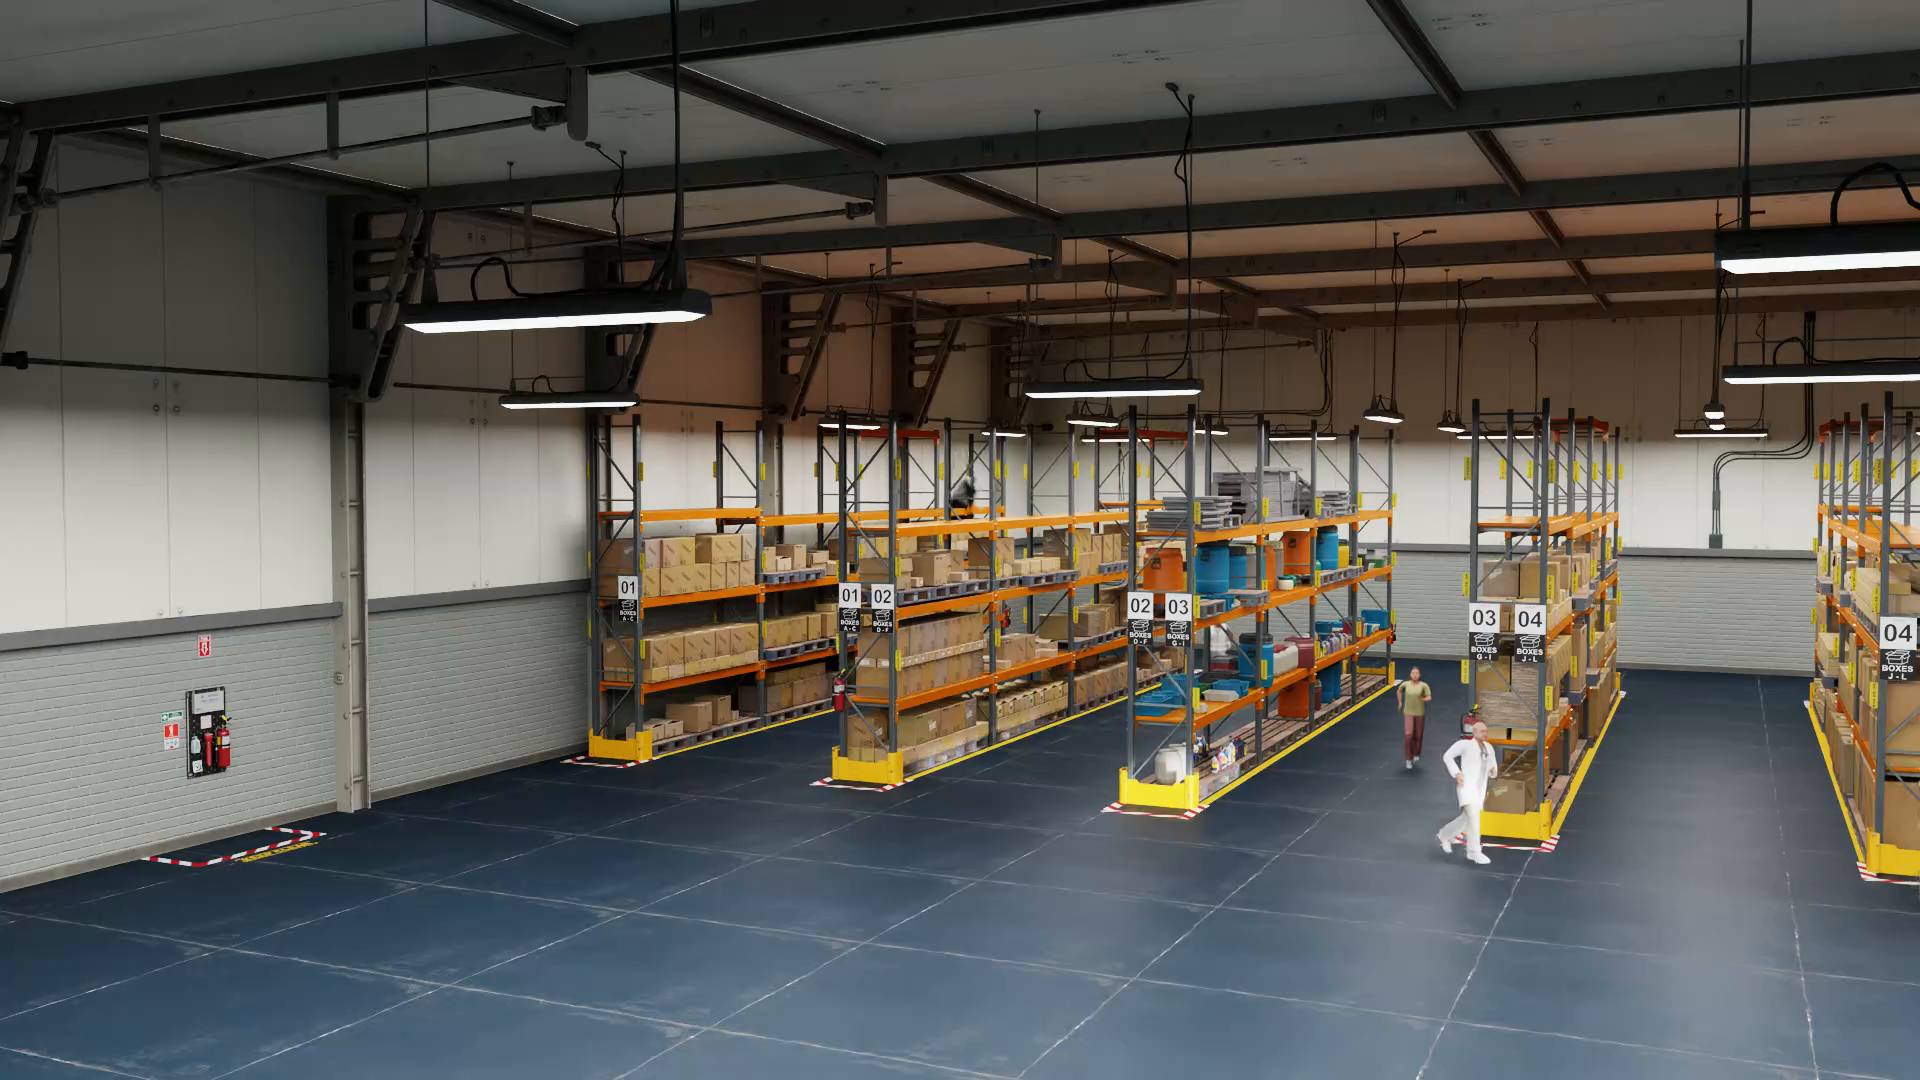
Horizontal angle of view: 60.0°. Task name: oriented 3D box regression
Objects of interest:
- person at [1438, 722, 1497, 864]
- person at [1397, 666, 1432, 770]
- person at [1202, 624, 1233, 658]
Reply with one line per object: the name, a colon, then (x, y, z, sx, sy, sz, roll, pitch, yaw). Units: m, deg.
person: (6.665, 3.228, 21.567, 0.764, 1.736, 0.961, -1, 3, -29)
person: (7.710, 2.996, 28.207, 0.554, 1.721, 0.806, 1, 2, 12)
person: (5.817, 2.535, 37.665, 0.675, 1.804, 0.923, 1, 2, 12)
